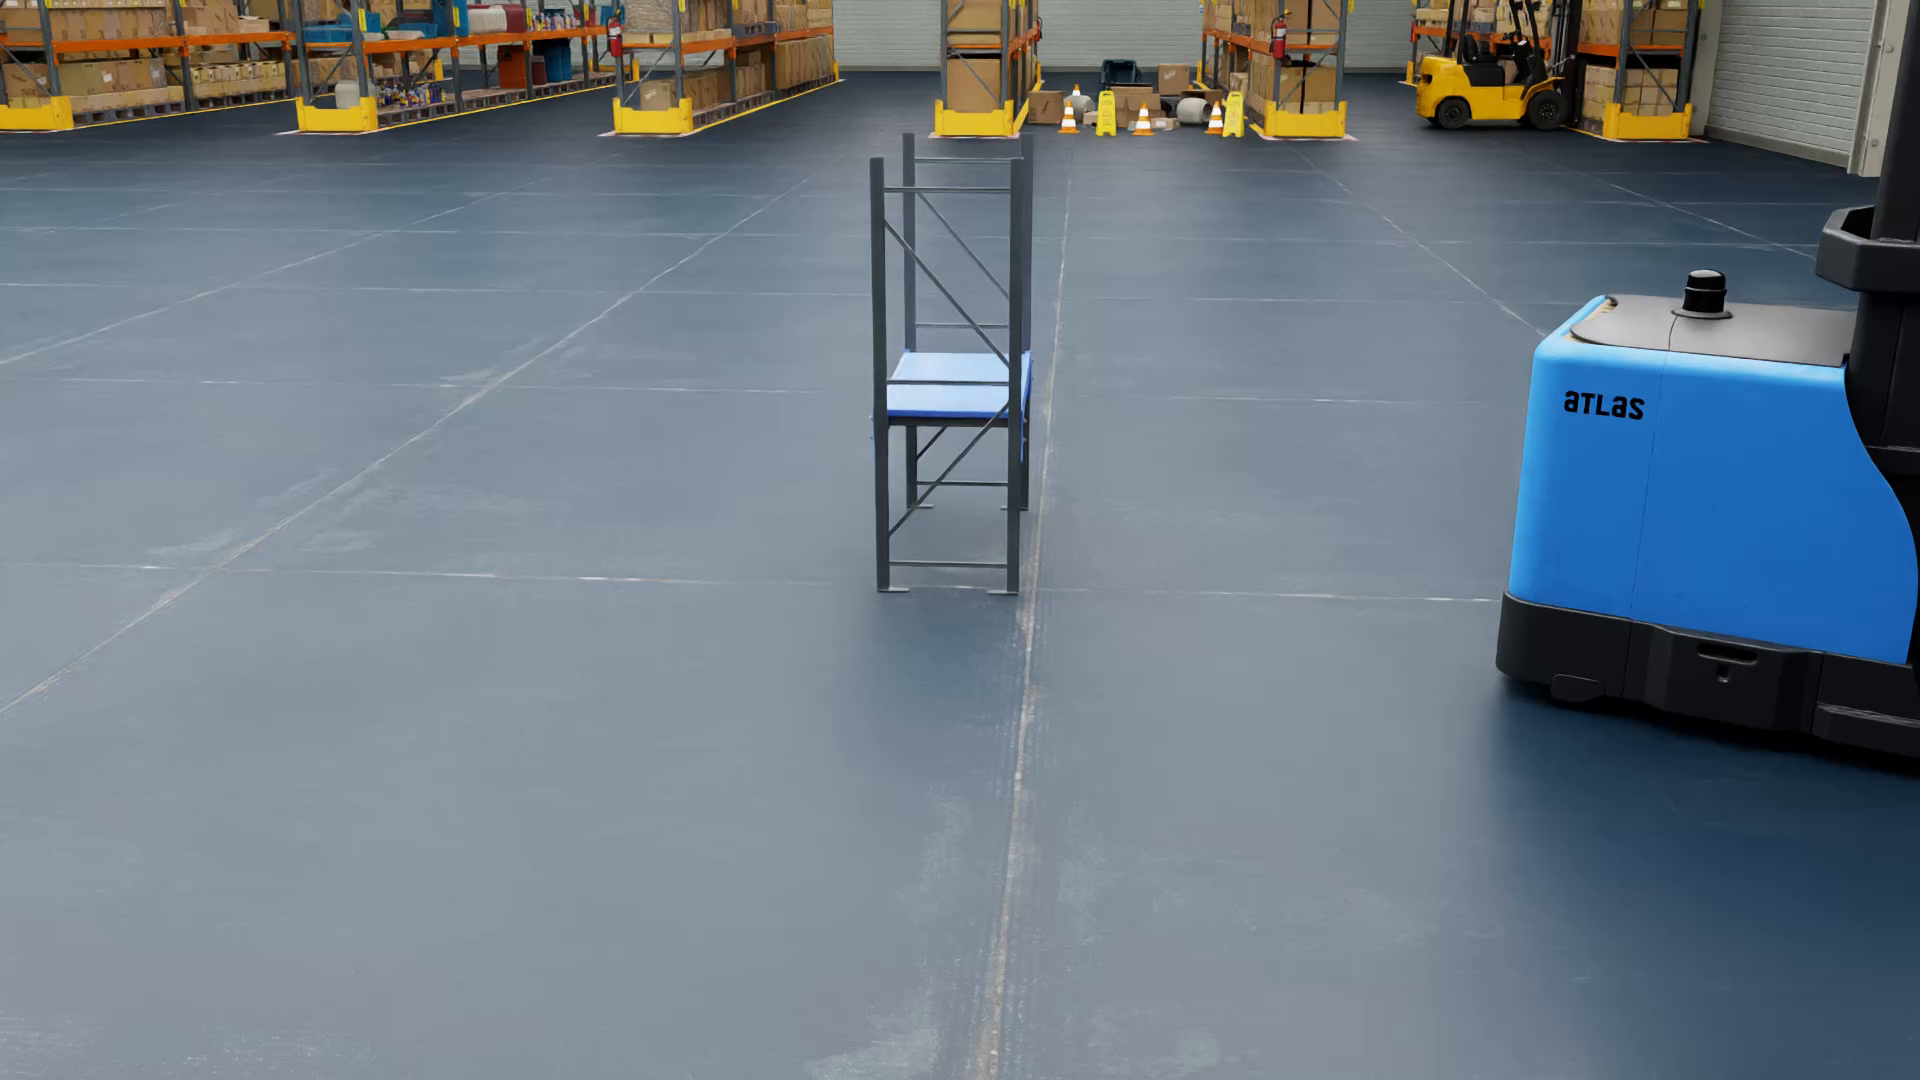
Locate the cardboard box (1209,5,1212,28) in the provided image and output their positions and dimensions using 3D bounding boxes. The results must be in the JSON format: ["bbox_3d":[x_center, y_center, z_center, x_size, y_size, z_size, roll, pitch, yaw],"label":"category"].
[{"bbox_3d":[5.852,-11.721,37.215,0.500,0.500,0.500,1,18,3],"label":"cardboard box"}]

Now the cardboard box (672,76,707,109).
[{"bbox_3d":[-4.506,-7.459,27.710,0.500,0.500,0.500,0,18,-1],"label":"cardboard box"}]

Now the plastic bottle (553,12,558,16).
[{"bbox_3d":[-8.701,-11.168,35.769,0.144,0.351,0.185,1,18,4],"label":"plastic bottle"}]

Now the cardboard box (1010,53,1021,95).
[{"bbox_3d":[0.596,-8.716,31.143,1.050,0.750,0.750,2,18,5],"label":"cardboard box"}]

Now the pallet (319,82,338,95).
[{"bbox_3d":[-13.850,-9.692,35.662,1.003,0.211,1.213,1,18,4],"label":"pallet"}]

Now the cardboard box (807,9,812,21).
[{"bbox_3d":[-3.569,-11.638,36.887,0.500,0.250,0.500,1,18,3],"label":"cardboard box"}]

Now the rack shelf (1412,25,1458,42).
[{"bbox_3d":[11.115,-11.377,37.481,1.077,0.370,4.000,1,18,4],"label":"rack shelf"}]

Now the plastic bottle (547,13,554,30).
[{"bbox_3d":[-8.623,-10.880,34.890,0.144,0.351,0.185,1,18,4],"label":"plastic bottle"}]

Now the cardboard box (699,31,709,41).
[{"bbox_3d":[-4.262,-8.129,26.817,0.380,0.149,0.250,1,18,4],"label":"cardboard box"}]

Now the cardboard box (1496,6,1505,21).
[{"bbox_3d":[10.385,-9.890,31.225,0.500,0.250,0.500,1,18,4],"label":"cardboard box"}]

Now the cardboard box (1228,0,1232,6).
[{"bbox_3d":[5.510,-10.654,32.353,0.500,0.500,0.500,1,18,2],"label":"cardboard box"}]

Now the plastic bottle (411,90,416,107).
[{"bbox_3d":[-9.192,-7.418,27.919,0.097,0.271,0.097,0,18,0],"label":"plastic bottle"}]

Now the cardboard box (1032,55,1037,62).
[{"bbox_3d":[1.610,-11.326,39.119,0.380,0.149,0.250,1,18,3],"label":"cardboard box"}]

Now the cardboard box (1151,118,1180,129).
[{"bbox_3d":[3.239,-6.577,26.257,0.380,0.149,0.250,12,22,32],"label":"cardboard box"}]

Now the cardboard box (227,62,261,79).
[{"bbox_3d":[-13.893,-9.081,32.161,0.500,0.311,0.500,1,18,4],"label":"cardboard box"}]

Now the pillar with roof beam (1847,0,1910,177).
[{"bbox_3d":[6.336,-8.650,18.370,9.100,9.000,0.400,1,18,4],"label":"pillar with roof beam"}]

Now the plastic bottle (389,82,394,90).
[{"bbox_3d":[-9.850,-7.763,28.845,0.144,0.351,0.185,2,18,5],"label":"plastic bottle"}]

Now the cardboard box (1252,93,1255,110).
[{"bbox_3d":[5.108,-7.272,27.540,0.500,0.250,0.500,2,18,7],"label":"cardboard box"}]

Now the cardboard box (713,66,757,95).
[{"bbox_3d":[-4.240,-8.650,31.311,0.700,0.500,0.500,3,18,9],"label":"cardboard box"}]

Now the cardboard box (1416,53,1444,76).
[{"bbox_3d":[11.120,-11.165,39.015,0.797,0.503,0.637,1,18,2],"label":"cardboard box"}]

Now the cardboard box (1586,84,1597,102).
[{"bbox_3d":[9.881,-6.815,25.341,0.500,0.250,0.500,1,18,3],"label":"cardboard box"}]

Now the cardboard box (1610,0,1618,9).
[{"bbox_3d":[9.845,-7.920,24.574,0.380,0.149,0.250,2,18,5],"label":"cardboard box"}]

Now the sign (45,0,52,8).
[{"bbox_3d":[-14.052,-8.358,25.597,0.100,0.325,0.005,1,18,4],"label":"sign"}]

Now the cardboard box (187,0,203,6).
[{"bbox_3d":[-18.530,-12.523,39.343,0.980,0.700,0.700,0,18,1],"label":"cardboard box"}]

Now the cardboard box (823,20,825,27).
[{"bbox_3d":[-3.364,-12.035,38.739,0.380,0.149,0.250,1,18,4],"label":"cardboard box"}]

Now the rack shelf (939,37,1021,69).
[{"bbox_3d":[0.359,-7.838,26.683,1.077,0.370,4.000,1,18,4],"label":"rack shelf"}]

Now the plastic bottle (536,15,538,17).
[{"bbox_3d":[-9.266,-11.338,36.394,0.061,0.283,0.133,1,18,4],"label":"plastic bottle"}]

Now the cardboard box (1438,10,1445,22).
[{"bbox_3d":[10.786,-11.487,36.425,0.500,0.250,0.500,1,18,4],"label":"cardboard box"}]

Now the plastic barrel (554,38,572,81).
[{"bbox_3d":[-8.860,-10.573,36.567,0.600,0.901,0.708,1,18,4],"label":"plastic barrel"}]

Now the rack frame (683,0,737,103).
[{"bbox_3d":[-4.438,-8.944,28.900,1.000,3.000,0.127,1,18,4],"label":"rack frame"}]

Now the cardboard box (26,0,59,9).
[{"bbox_3d":[-14.362,-8.396,26.028,0.380,0.149,0.250,1,18,4],"label":"cardboard box"}]

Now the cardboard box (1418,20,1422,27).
[{"bbox_3d":[10.961,-12.124,39.011,0.380,0.149,0.250,1,18,3],"label":"cardboard box"}]

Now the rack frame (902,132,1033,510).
[{"bbox_3d":[0.030,-0.844,6.590,0.500,1.500,0.032,1,18,4],"label":"rack frame"}]

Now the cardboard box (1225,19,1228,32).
[{"bbox_3d":[5.532,-10.215,33.022,0.500,0.250,0.500,2,18,5],"label":"cardboard box"}]

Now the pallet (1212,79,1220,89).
[{"bbox_3d":[6.153,-10.116,36.957,1.003,0.211,1.213,1,18,4],"label":"pallet"}]

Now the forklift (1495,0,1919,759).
[{"bbox_3d":[3.155,-0.834,4.260,3.031,2.935,1.130,10,21,28],"label":"forklift"}]

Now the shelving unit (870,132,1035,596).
[{"bbox_3d":[-0.006,-0.686,6.109,0.538,1.500,1.048,1,18,4],"label":"shelving unit"}]

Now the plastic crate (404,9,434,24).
[{"bbox_3d":[-9.648,-9.242,29.707,0.402,0.464,0.583,1,18,4],"label":"plastic crate"}]

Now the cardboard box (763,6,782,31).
[{"bbox_3d":[-3.845,-10.378,33.118,0.500,0.500,0.500,2,18,6],"label":"cardboard box"}]

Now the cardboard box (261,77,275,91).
[{"bbox_3d":[-13.859,-8.972,32.729,0.500,0.250,0.500,1,18,3],"label":"cardboard box"}]

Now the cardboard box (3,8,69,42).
[{"bbox_3d":[-14.559,-8.116,26.213,0.700,0.500,0.500,1,18,4],"label":"cardboard box"}]

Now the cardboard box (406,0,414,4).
[{"bbox_3d":[-13.283,-12.953,39.370,0.500,0.500,0.500,2,18,5],"label":"cardboard box"}]

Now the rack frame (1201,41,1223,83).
[{"bbox_3d":[6.307,-12.449,39.599,1.000,3.000,0.127,1,18,4],"label":"rack frame"}]

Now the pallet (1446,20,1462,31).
[{"bbox_3d":[10.806,-10.760,34.753,1.003,0.211,1.213,1,18,4],"label":"pallet"}]
